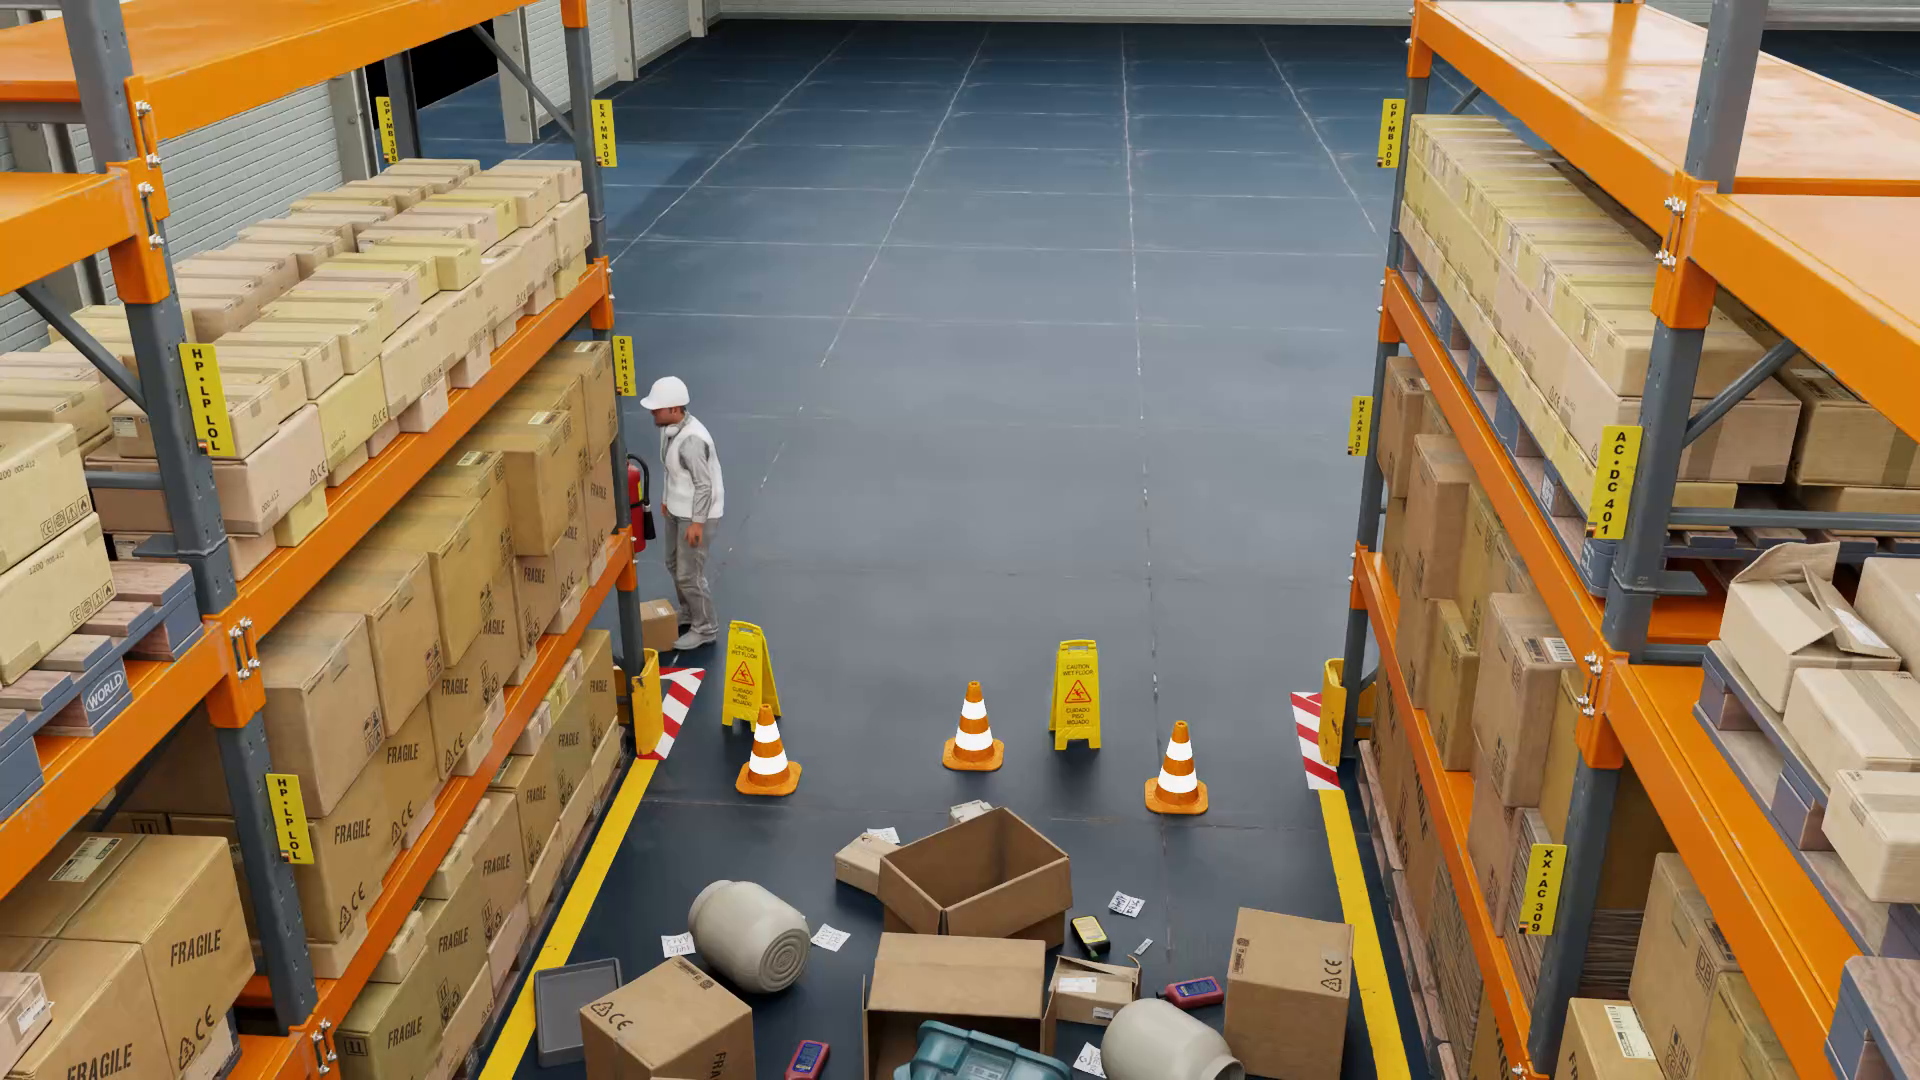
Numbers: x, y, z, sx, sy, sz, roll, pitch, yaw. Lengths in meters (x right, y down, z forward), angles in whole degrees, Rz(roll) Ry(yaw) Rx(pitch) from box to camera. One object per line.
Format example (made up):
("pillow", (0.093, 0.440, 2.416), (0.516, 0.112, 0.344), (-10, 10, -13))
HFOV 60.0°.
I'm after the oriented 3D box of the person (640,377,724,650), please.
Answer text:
("person", (-1.716, -0.188, 10.394), (0.464, 1.771, 0.594), (-12, 27, -24))
